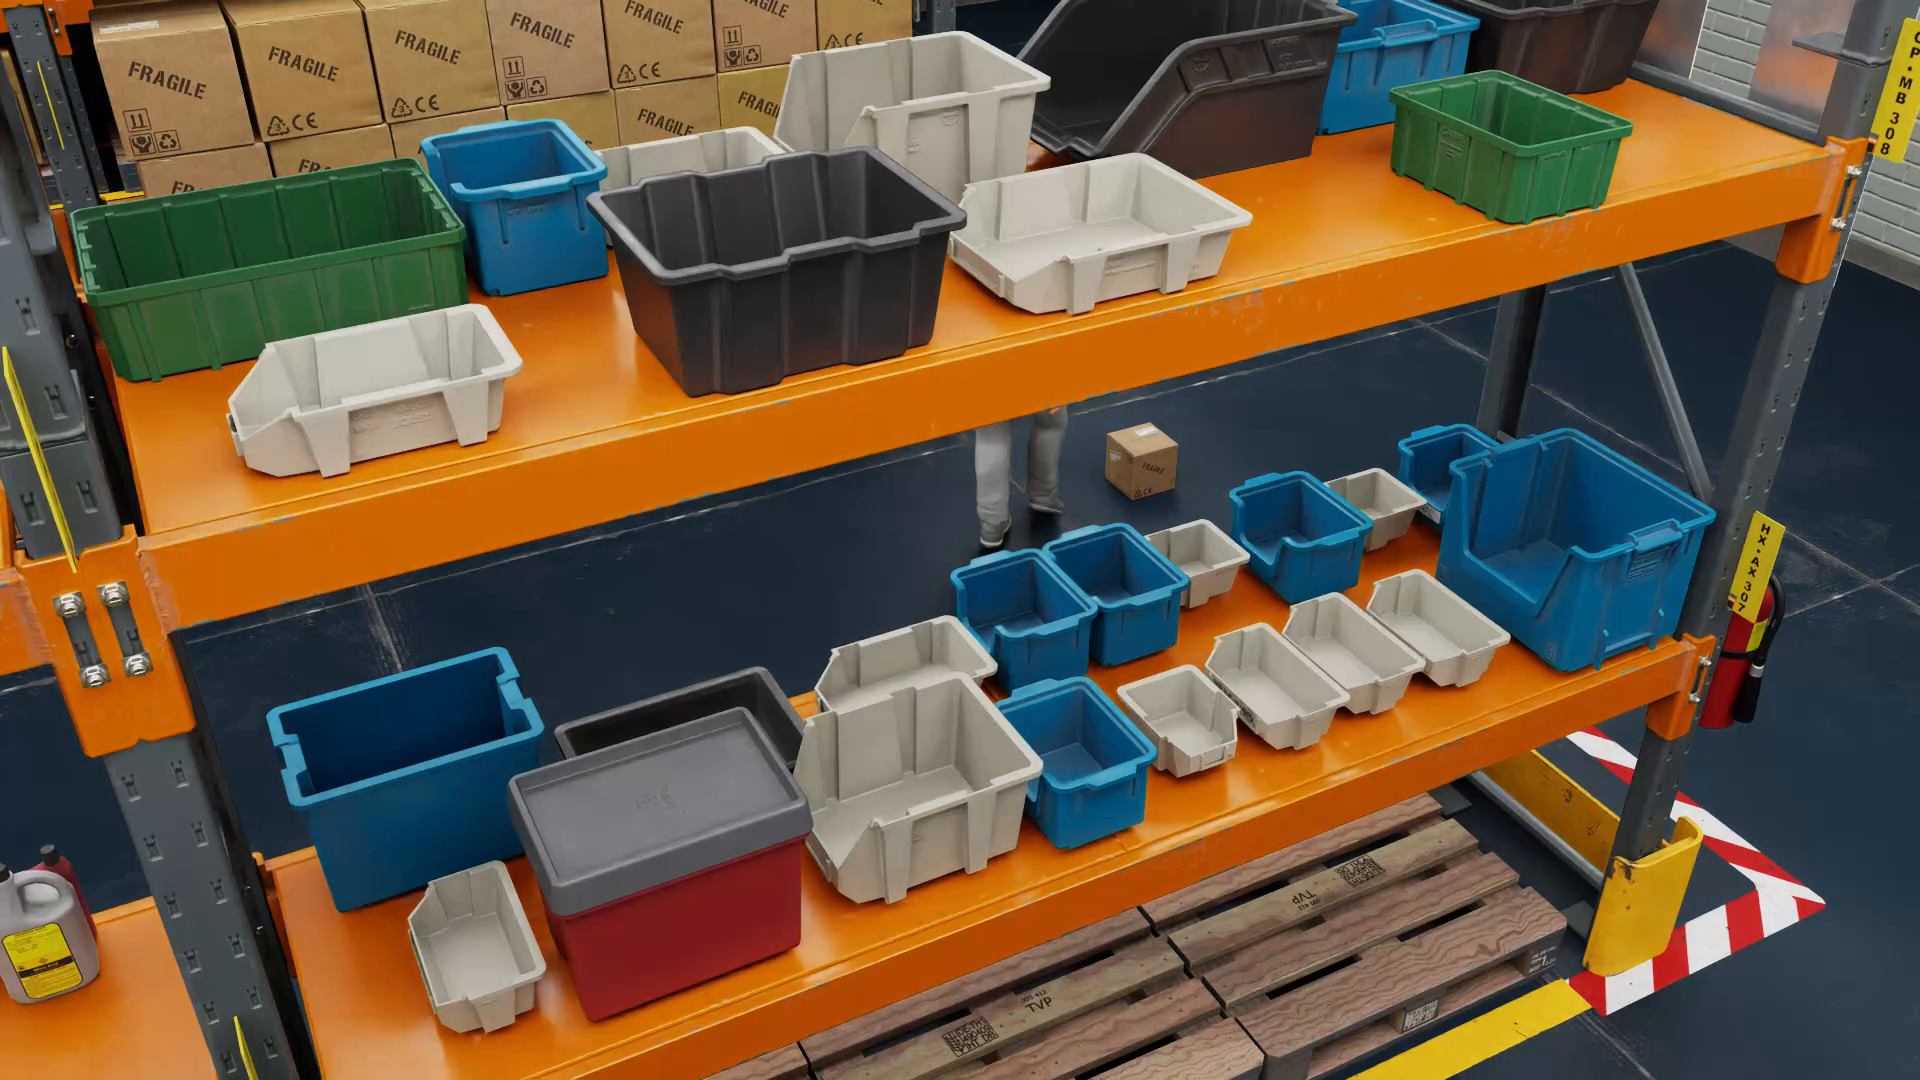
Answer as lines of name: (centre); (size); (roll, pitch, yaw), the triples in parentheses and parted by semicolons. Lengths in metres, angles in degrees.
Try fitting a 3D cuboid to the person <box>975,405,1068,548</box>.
person: (0.260, -0.792, 7.403); (0.555, 1.847, 0.610); (8, 34, 11)
